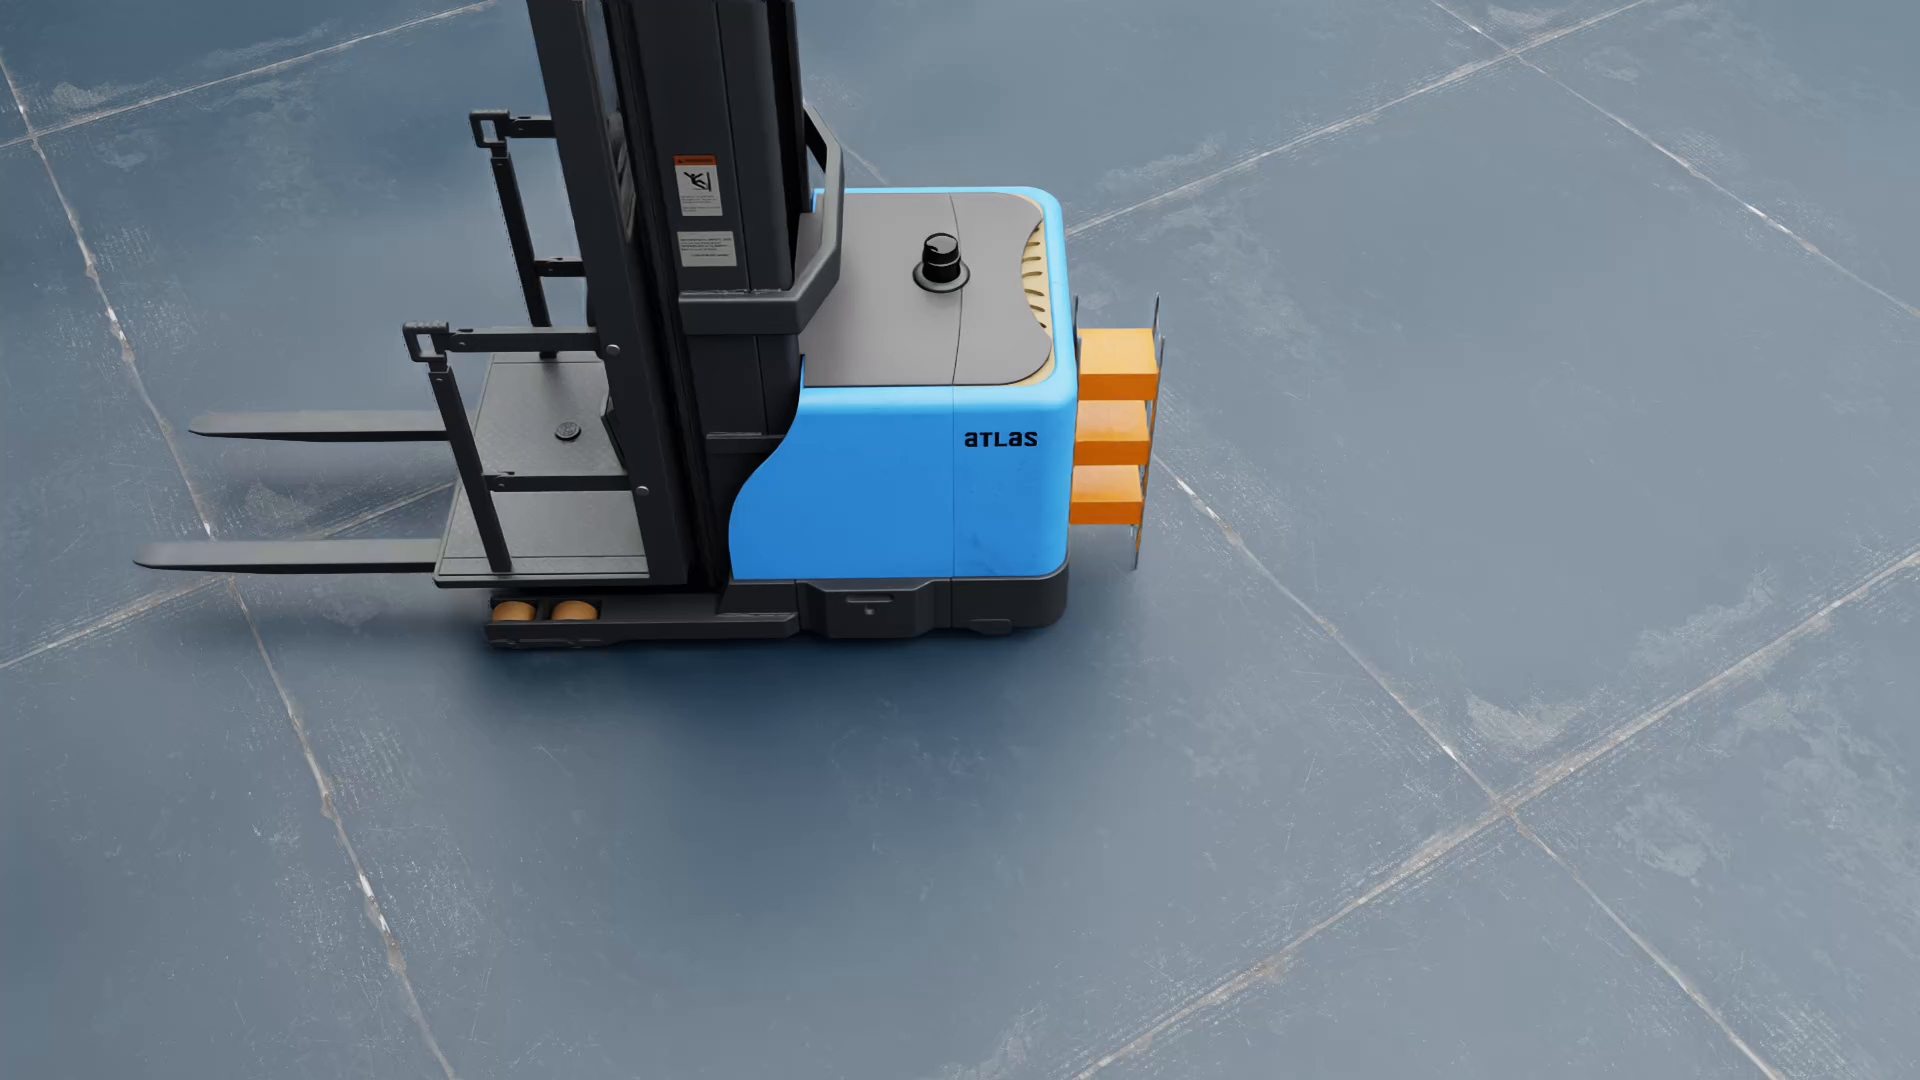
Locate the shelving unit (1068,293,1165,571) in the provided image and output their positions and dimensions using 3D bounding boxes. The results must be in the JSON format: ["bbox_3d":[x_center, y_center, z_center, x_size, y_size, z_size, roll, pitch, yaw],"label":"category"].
[{"bbox_3d":[0.475,-0.318,5.330,0.252,1.050,0.215,0,48,0],"label":"shelving unit"}]

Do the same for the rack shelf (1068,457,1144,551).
[{"bbox_3d":[0.475,-0.126,5.546,0.240,0.259,0.215,0,48,0],"label":"rack shelf"}]

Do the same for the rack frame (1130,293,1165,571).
[{"bbox_3d":[0.597,-0.319,5.331,0.008,1.050,0.200,0,48,0],"label":"rack frame"}]

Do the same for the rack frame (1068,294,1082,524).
[{"bbox_3d":[0.353,-0.317,5.329,0.008,1.050,0.200,0,48,0],"label":"rack frame"}]

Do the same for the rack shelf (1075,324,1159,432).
[{"bbox_3d":[0.475,-0.500,5.126,0.240,0.259,0.215,0,48,0],"label":"rack shelf"}]

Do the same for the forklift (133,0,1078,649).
[{"bbox_3d":[-1.172,-1.020,4.696,3.031,2.935,1.130,-1,48,-1],"label":"forklift"}]

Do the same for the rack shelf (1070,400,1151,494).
[{"bbox_3d":[0.475,-0.311,5.338,0.240,0.259,0.215,0,48,0],"label":"rack shelf"}]
